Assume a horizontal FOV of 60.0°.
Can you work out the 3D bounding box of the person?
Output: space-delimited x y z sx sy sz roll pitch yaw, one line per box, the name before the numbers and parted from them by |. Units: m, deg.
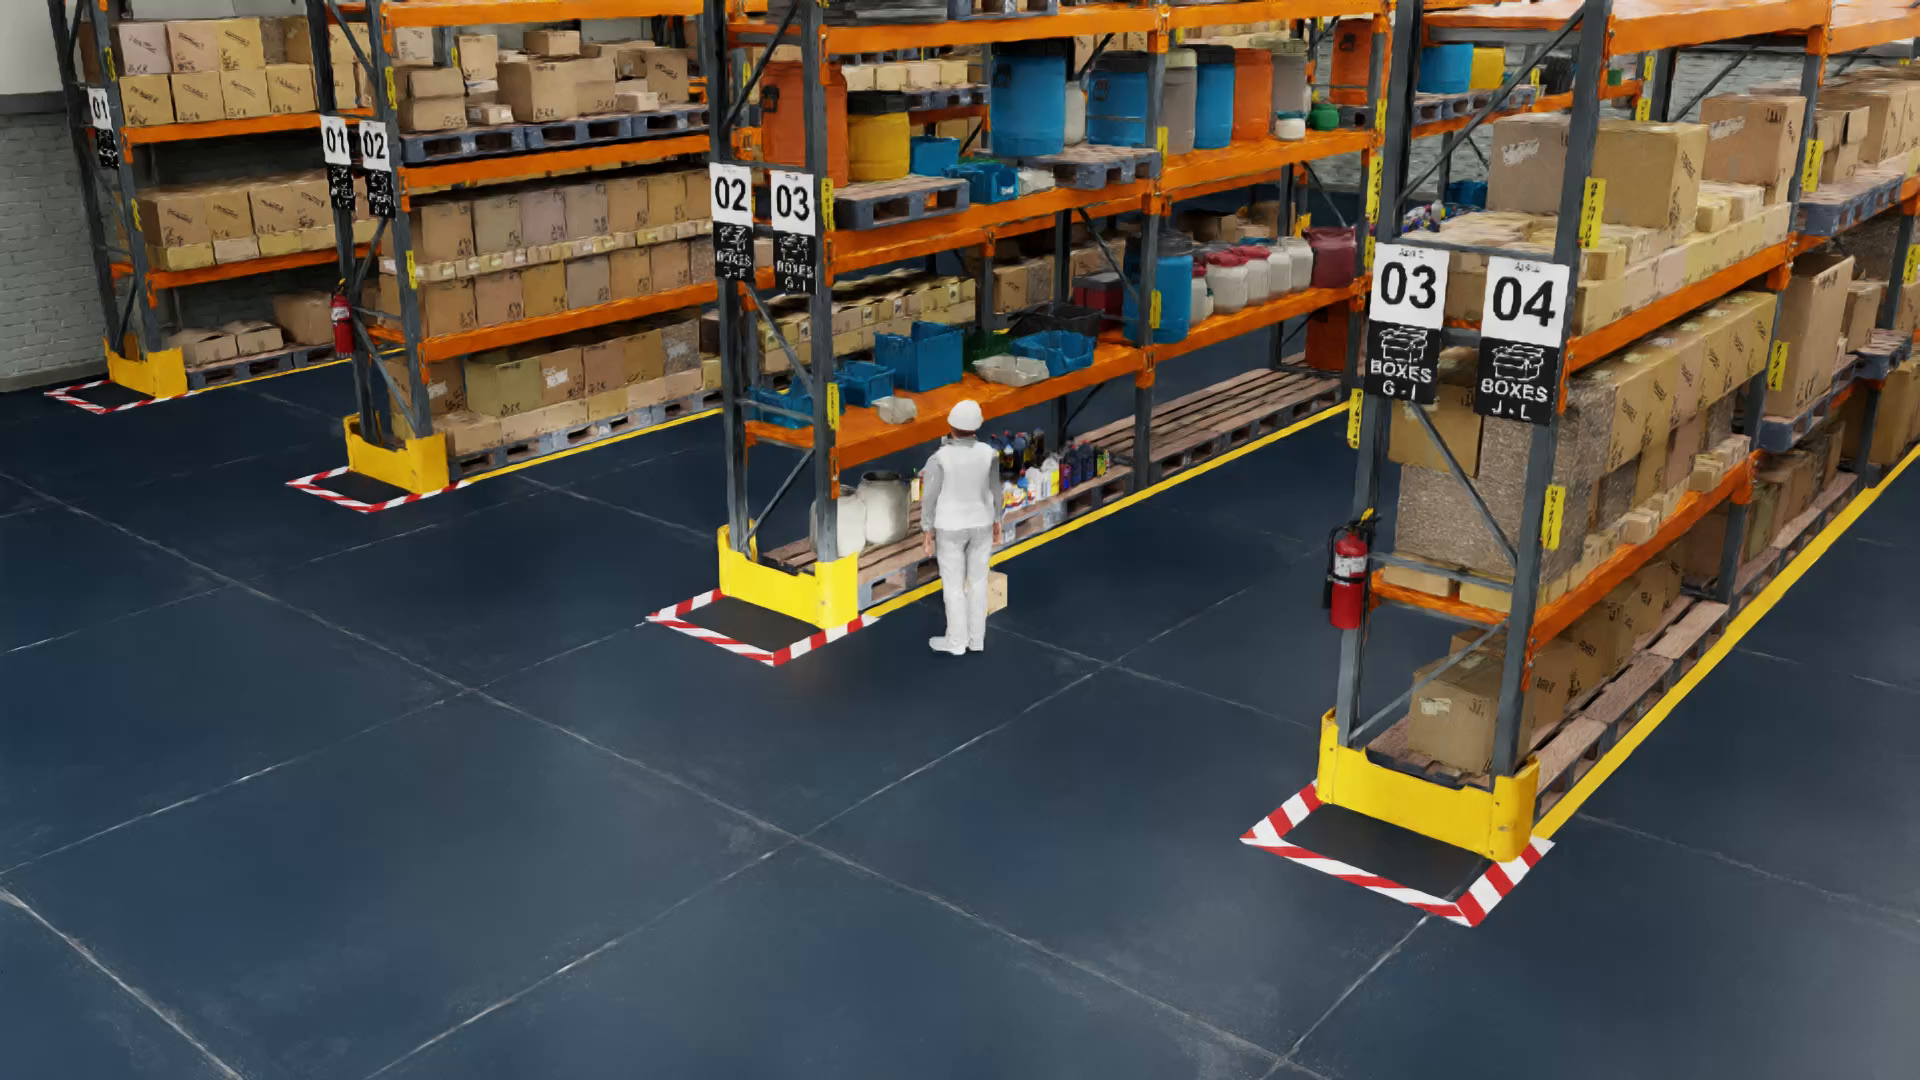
person | 0.011 -0.097 11.250 0.582 1.773 0.361 -8 21 -20
